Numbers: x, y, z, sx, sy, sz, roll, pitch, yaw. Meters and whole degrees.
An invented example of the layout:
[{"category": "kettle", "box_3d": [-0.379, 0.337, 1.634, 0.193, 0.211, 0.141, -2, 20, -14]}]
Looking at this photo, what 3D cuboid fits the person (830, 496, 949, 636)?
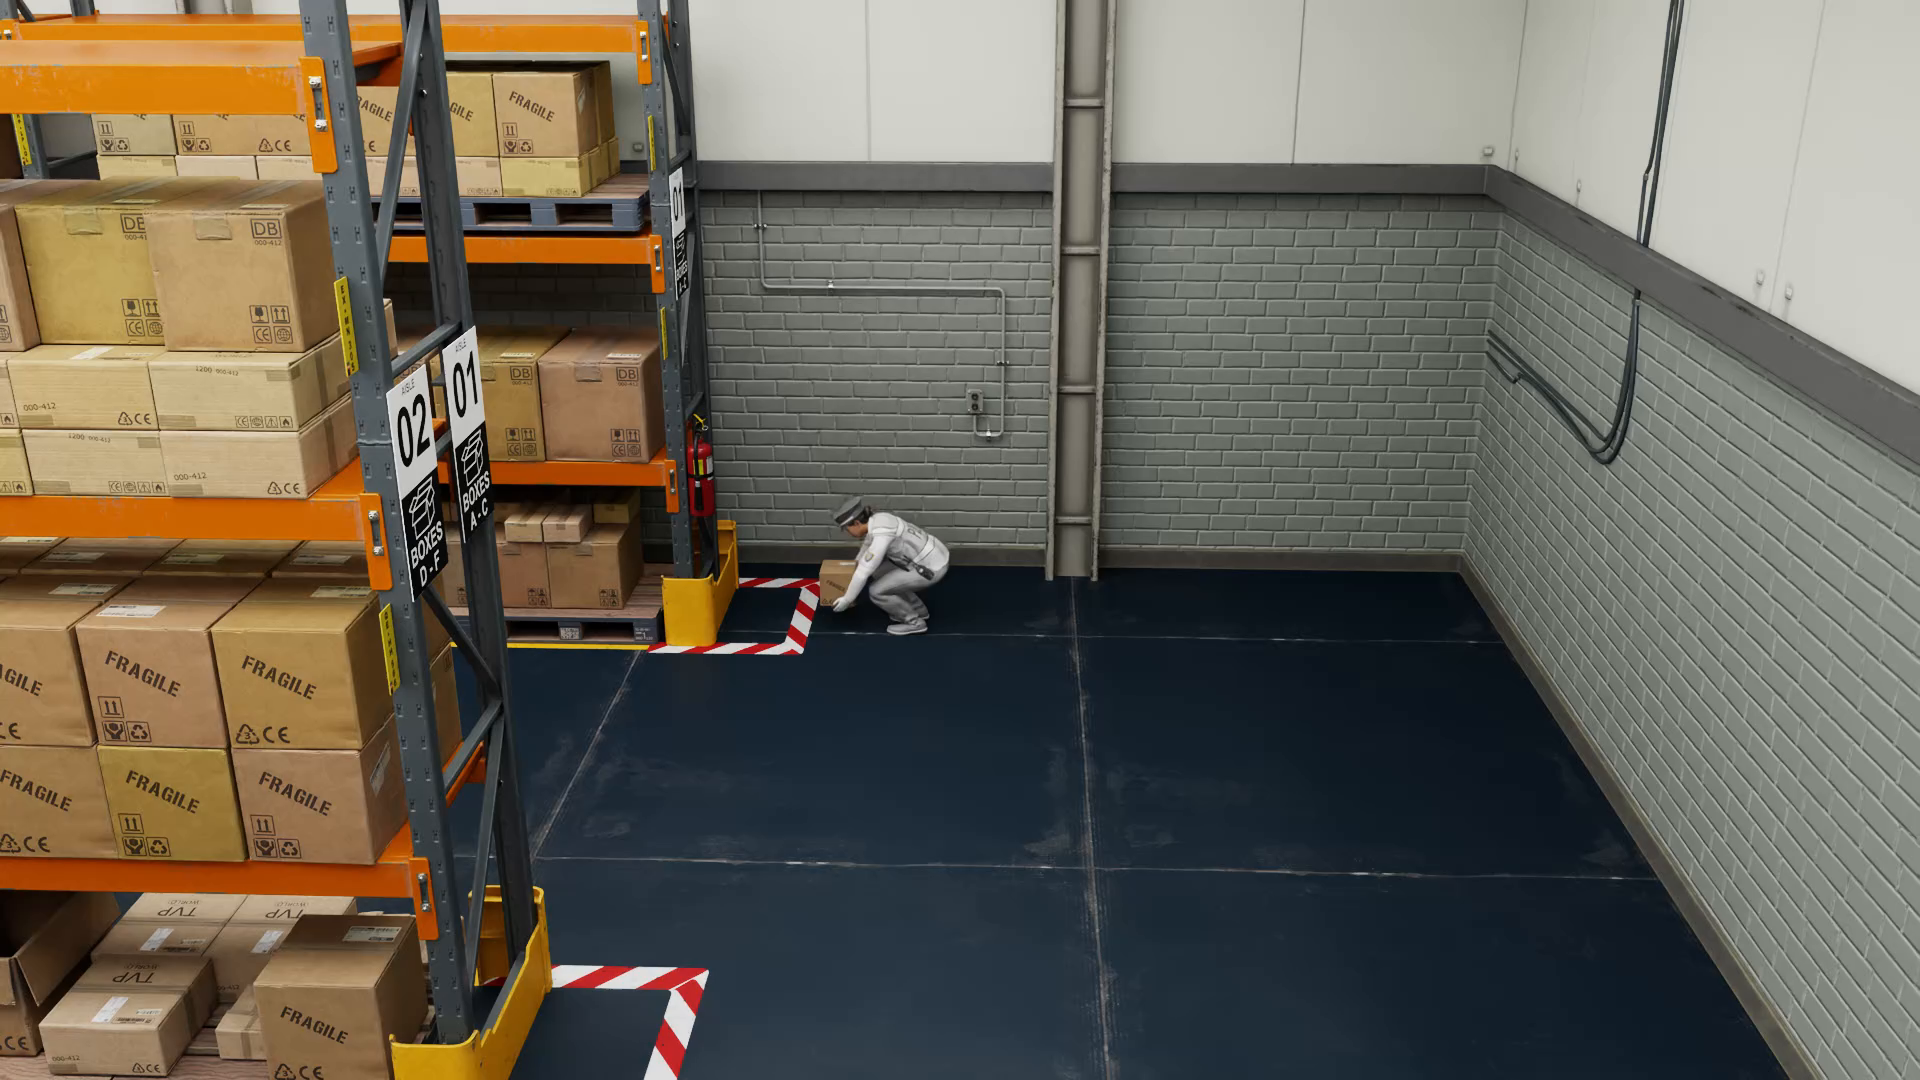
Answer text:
[{"category": "person", "box_3d": [-0.487, 0.163, 11.621, 0.822, 0.982, 0.486, 1, 21, 2]}]
